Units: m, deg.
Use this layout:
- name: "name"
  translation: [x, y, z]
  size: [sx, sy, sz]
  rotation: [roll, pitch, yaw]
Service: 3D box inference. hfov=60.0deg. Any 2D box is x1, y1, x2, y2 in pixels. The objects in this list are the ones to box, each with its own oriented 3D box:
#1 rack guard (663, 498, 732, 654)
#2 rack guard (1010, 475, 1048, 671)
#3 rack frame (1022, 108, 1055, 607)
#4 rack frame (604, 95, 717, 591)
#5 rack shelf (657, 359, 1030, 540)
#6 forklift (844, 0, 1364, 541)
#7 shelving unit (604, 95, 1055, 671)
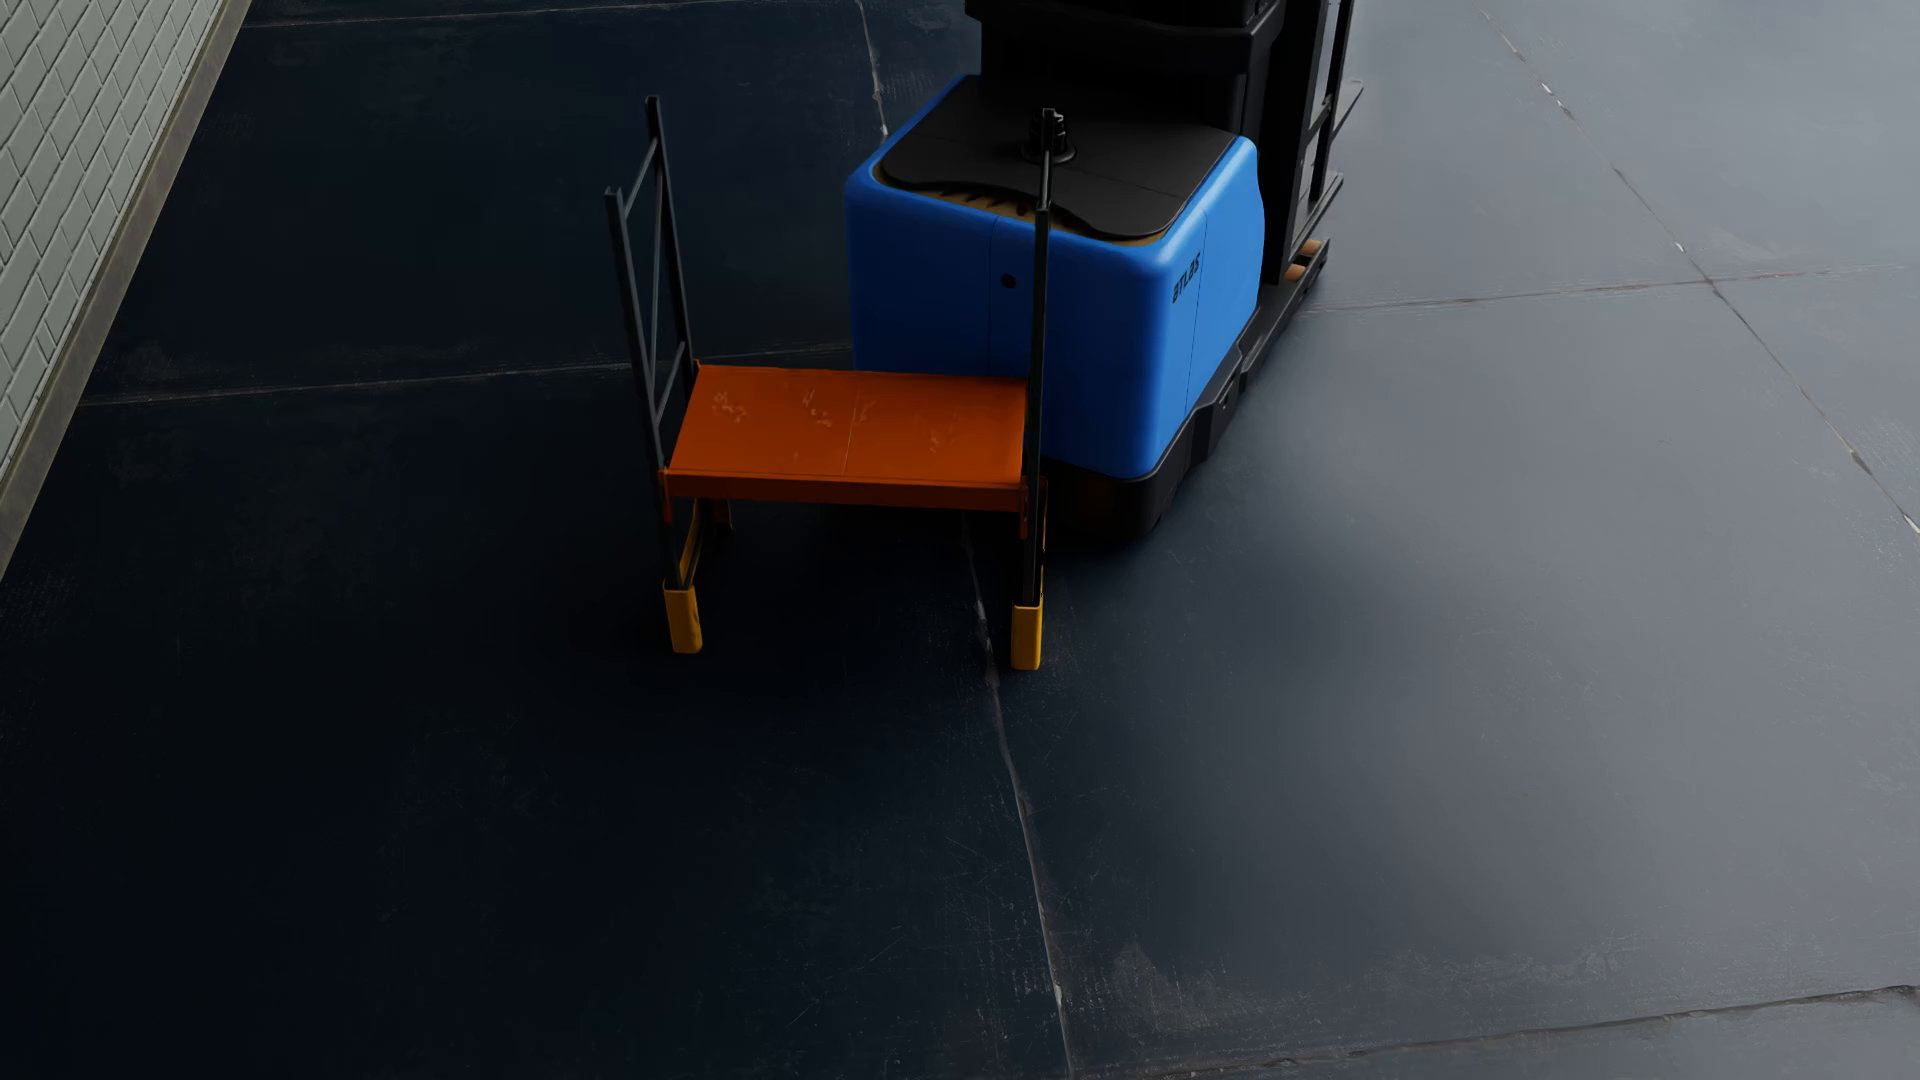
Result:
- name: "rack guard"
  translation: [-0.786, 0.045, 5.014]
  size: [0.087, 0.250, 0.587]
  rotation: [3, 42, 3]
- name: "rack guard"
  translation: [0.208, 0.090, 4.964]
  size: [0.087, 0.250, 0.587]
  rotation: [3, 42, 3]
- name: "rack frame"
  translation: [0.209, -0.374, 4.545]
  size: [0.032, 1.500, 0.500]
  rotation: [3, 42, 3]
- name: "rack frame"
  translation: [-0.806, -0.420, 4.596]
  size: [0.032, 1.500, 0.500]
  rotation: [3, 42, 3]
- name: "rack shelf"
  translation: [-0.298, -0.264, 4.691]
  size: [1.000, 0.185, 0.538]
  rotation: [3, 42, 3]
- name: "forklift"
  translation: [0.749, -2.071, 5.358]
  size: [1.130, 2.935, 3.031]
  rotation: [18, 45, 19]
- name: "shelving unit"
  translation: [-0.289, -0.397, 4.570]
  size: [1.083, 1.500, 0.587]
  rotation: [3, 42, 3]
